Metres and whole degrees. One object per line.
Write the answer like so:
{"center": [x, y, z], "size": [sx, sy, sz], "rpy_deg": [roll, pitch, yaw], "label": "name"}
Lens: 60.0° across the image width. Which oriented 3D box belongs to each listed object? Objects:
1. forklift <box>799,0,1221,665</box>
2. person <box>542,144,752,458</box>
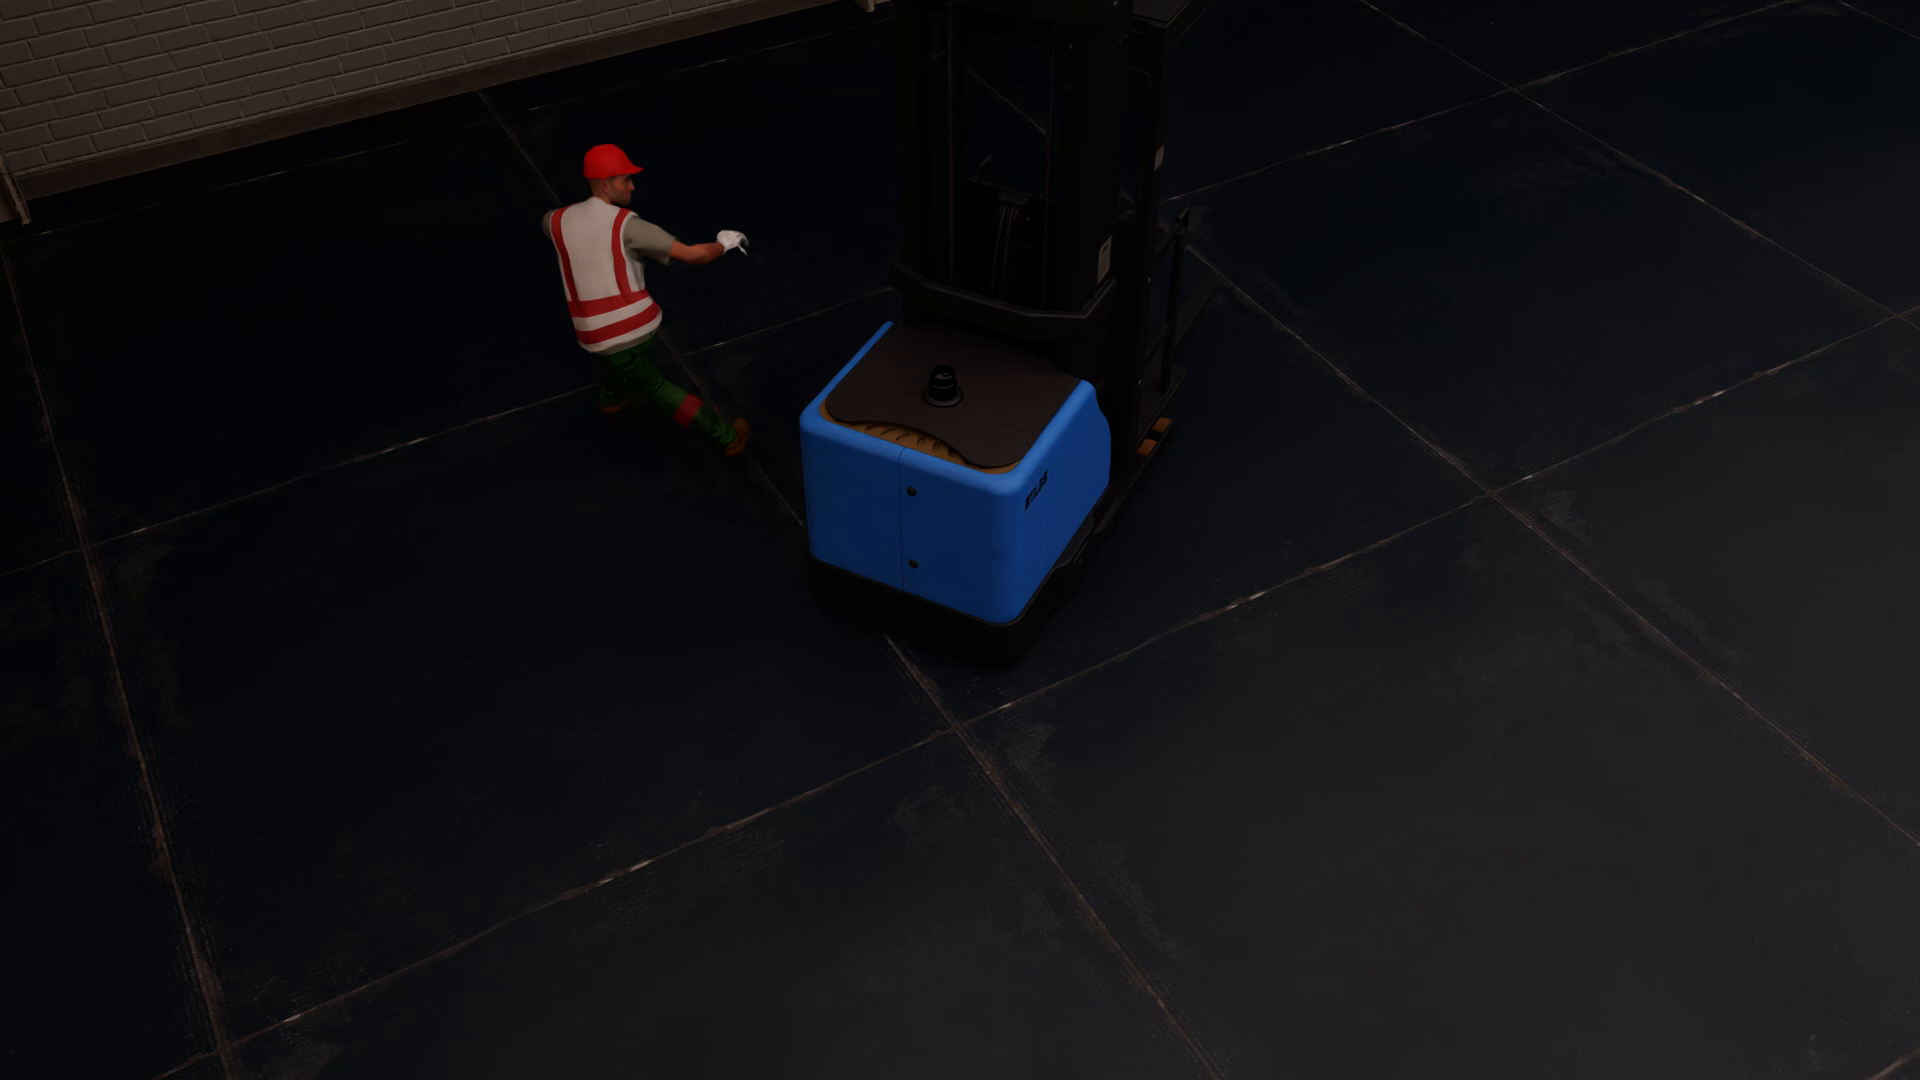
{"center": [0.437, -1.538, 7.356], "size": [1.130, 2.935, 3.031], "rpy_deg": [19, 46, 19], "label": "forklift"}
{"center": [-1.476, -1.205, 8.048], "size": [0.938, 1.554, 1.112], "rpy_deg": [-9, 44, -10], "label": "person"}
